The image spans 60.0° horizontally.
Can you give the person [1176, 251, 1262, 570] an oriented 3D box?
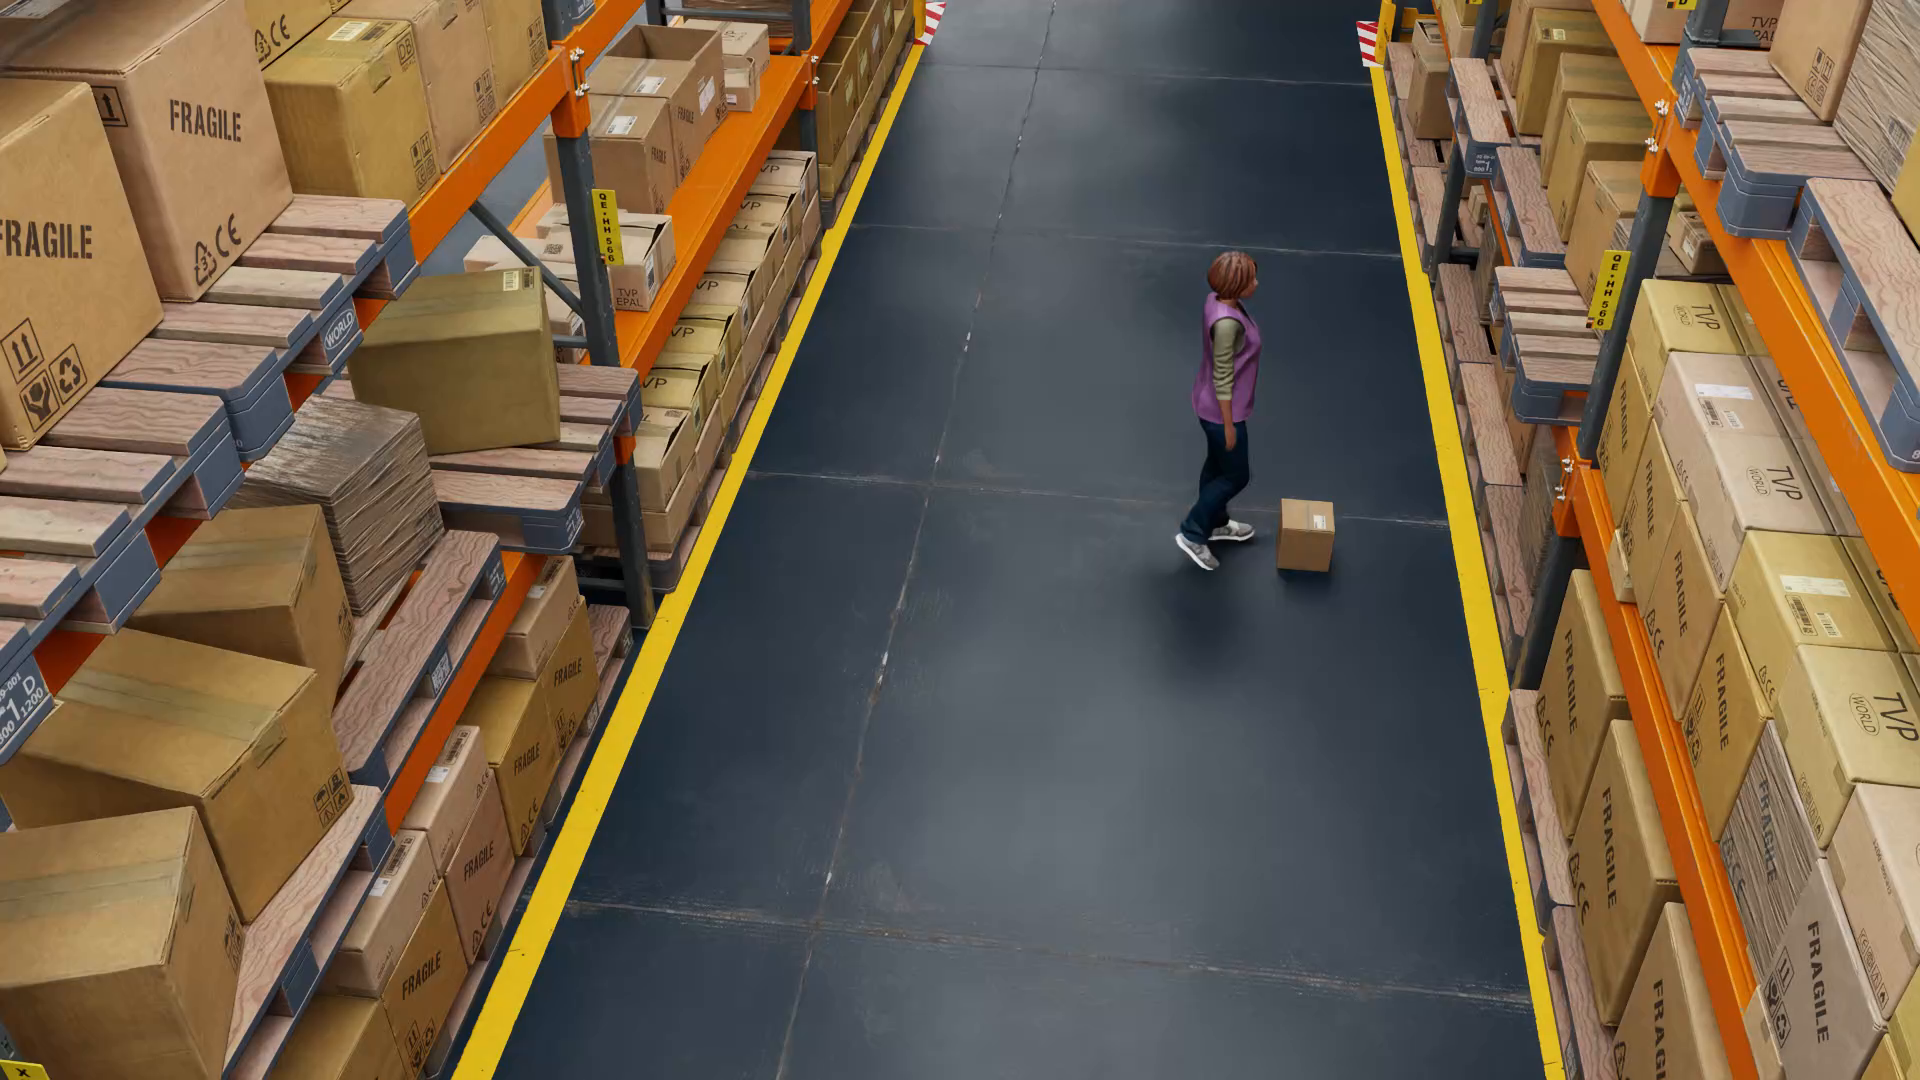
[{"bbox_3d":[1.273,-0.606,7.862,0.412,1.649,0.458,1,37,2],"label":"person"}]
